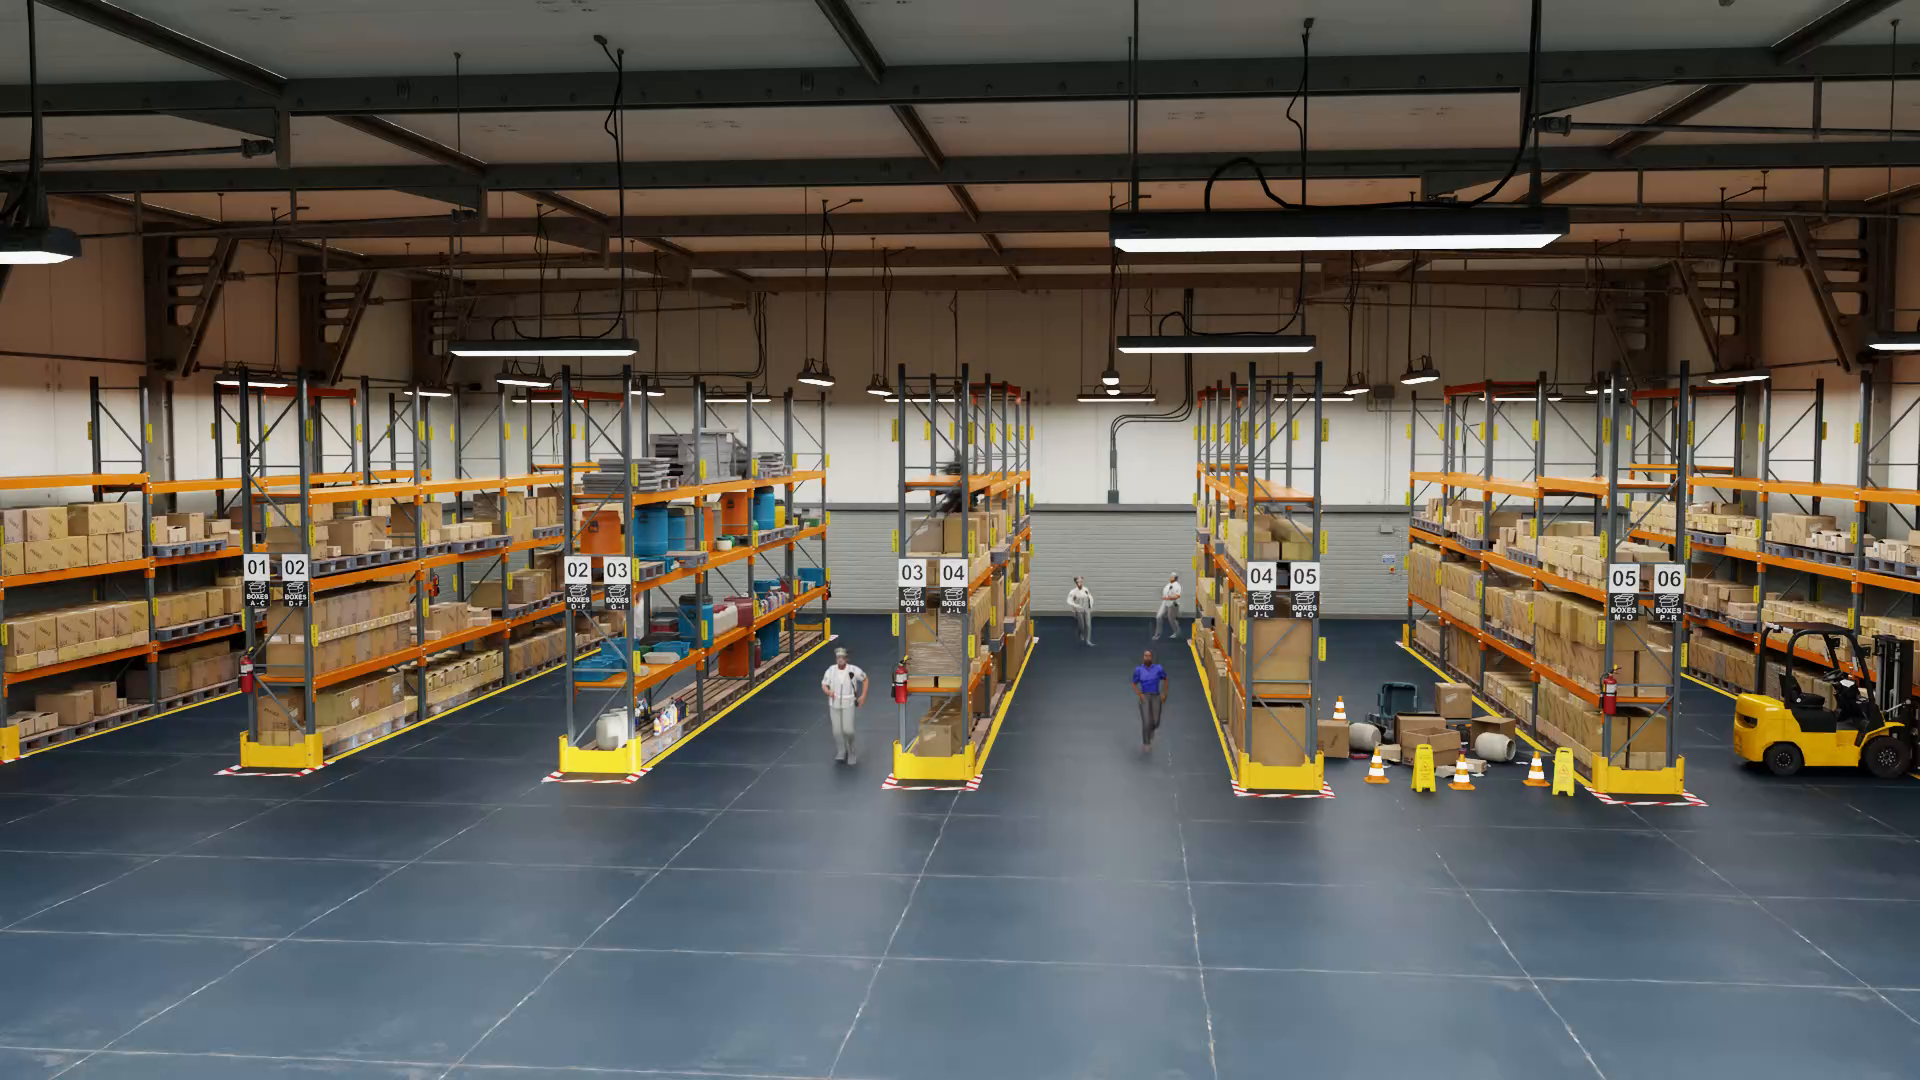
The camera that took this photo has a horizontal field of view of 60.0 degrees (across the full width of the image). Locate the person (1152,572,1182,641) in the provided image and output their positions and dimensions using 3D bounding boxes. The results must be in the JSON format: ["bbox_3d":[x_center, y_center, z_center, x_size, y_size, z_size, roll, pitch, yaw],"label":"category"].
[{"bbox_3d":[5.073,1.602,40.107,0.806,1.663,0.607,-2,4,-32],"label":"person"}]

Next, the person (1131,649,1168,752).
[{"bbox_3d":[2.973,2.532,26.179,0.556,1.606,0.609,0,4,3],"label":"person"}]

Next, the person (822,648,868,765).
[{"bbox_3d":[-1.756,2.523,25.120,0.681,1.811,0.699,0,4,6],"label":"person"}]

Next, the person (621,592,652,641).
[{"bbox_3d":[-6.864,1.873,35.225,0.653,1.736,0.621,0,4,-5],"label":"person"}]

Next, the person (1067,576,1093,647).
[{"bbox_3d":[2.846,1.667,39.289,0.657,1.648,0.725,-1,4,-18],"label":"person"}]
